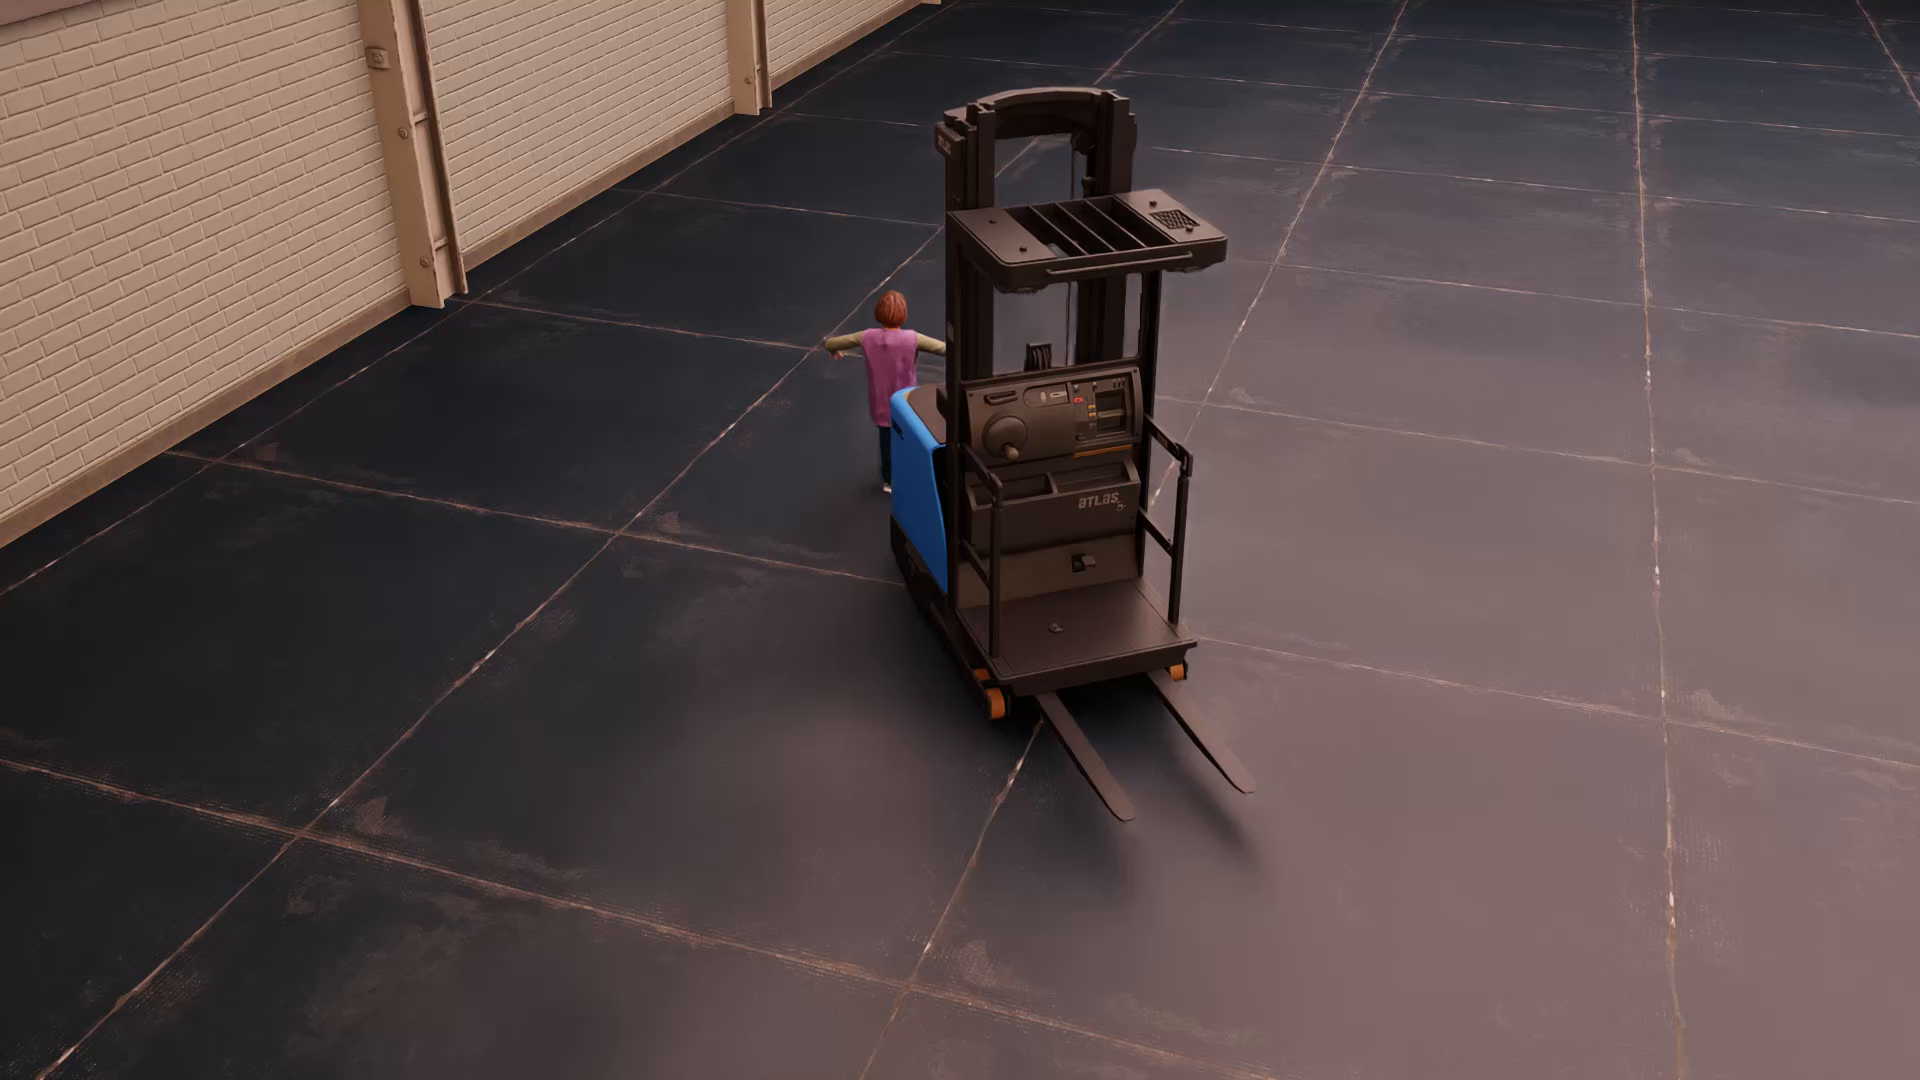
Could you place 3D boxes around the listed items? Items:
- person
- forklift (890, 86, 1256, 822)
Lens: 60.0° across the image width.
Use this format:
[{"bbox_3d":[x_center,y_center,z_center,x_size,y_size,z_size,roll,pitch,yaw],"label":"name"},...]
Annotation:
[{"bbox_3d":[-0.391,-0.891,10.240,0.922,1.449,0.553,7,31,13],"label":"person"},{"bbox_3d":[0.550,-0.583,8.160,1.130,2.935,3.031,-10,31,-17],"label":"forklift"}]
